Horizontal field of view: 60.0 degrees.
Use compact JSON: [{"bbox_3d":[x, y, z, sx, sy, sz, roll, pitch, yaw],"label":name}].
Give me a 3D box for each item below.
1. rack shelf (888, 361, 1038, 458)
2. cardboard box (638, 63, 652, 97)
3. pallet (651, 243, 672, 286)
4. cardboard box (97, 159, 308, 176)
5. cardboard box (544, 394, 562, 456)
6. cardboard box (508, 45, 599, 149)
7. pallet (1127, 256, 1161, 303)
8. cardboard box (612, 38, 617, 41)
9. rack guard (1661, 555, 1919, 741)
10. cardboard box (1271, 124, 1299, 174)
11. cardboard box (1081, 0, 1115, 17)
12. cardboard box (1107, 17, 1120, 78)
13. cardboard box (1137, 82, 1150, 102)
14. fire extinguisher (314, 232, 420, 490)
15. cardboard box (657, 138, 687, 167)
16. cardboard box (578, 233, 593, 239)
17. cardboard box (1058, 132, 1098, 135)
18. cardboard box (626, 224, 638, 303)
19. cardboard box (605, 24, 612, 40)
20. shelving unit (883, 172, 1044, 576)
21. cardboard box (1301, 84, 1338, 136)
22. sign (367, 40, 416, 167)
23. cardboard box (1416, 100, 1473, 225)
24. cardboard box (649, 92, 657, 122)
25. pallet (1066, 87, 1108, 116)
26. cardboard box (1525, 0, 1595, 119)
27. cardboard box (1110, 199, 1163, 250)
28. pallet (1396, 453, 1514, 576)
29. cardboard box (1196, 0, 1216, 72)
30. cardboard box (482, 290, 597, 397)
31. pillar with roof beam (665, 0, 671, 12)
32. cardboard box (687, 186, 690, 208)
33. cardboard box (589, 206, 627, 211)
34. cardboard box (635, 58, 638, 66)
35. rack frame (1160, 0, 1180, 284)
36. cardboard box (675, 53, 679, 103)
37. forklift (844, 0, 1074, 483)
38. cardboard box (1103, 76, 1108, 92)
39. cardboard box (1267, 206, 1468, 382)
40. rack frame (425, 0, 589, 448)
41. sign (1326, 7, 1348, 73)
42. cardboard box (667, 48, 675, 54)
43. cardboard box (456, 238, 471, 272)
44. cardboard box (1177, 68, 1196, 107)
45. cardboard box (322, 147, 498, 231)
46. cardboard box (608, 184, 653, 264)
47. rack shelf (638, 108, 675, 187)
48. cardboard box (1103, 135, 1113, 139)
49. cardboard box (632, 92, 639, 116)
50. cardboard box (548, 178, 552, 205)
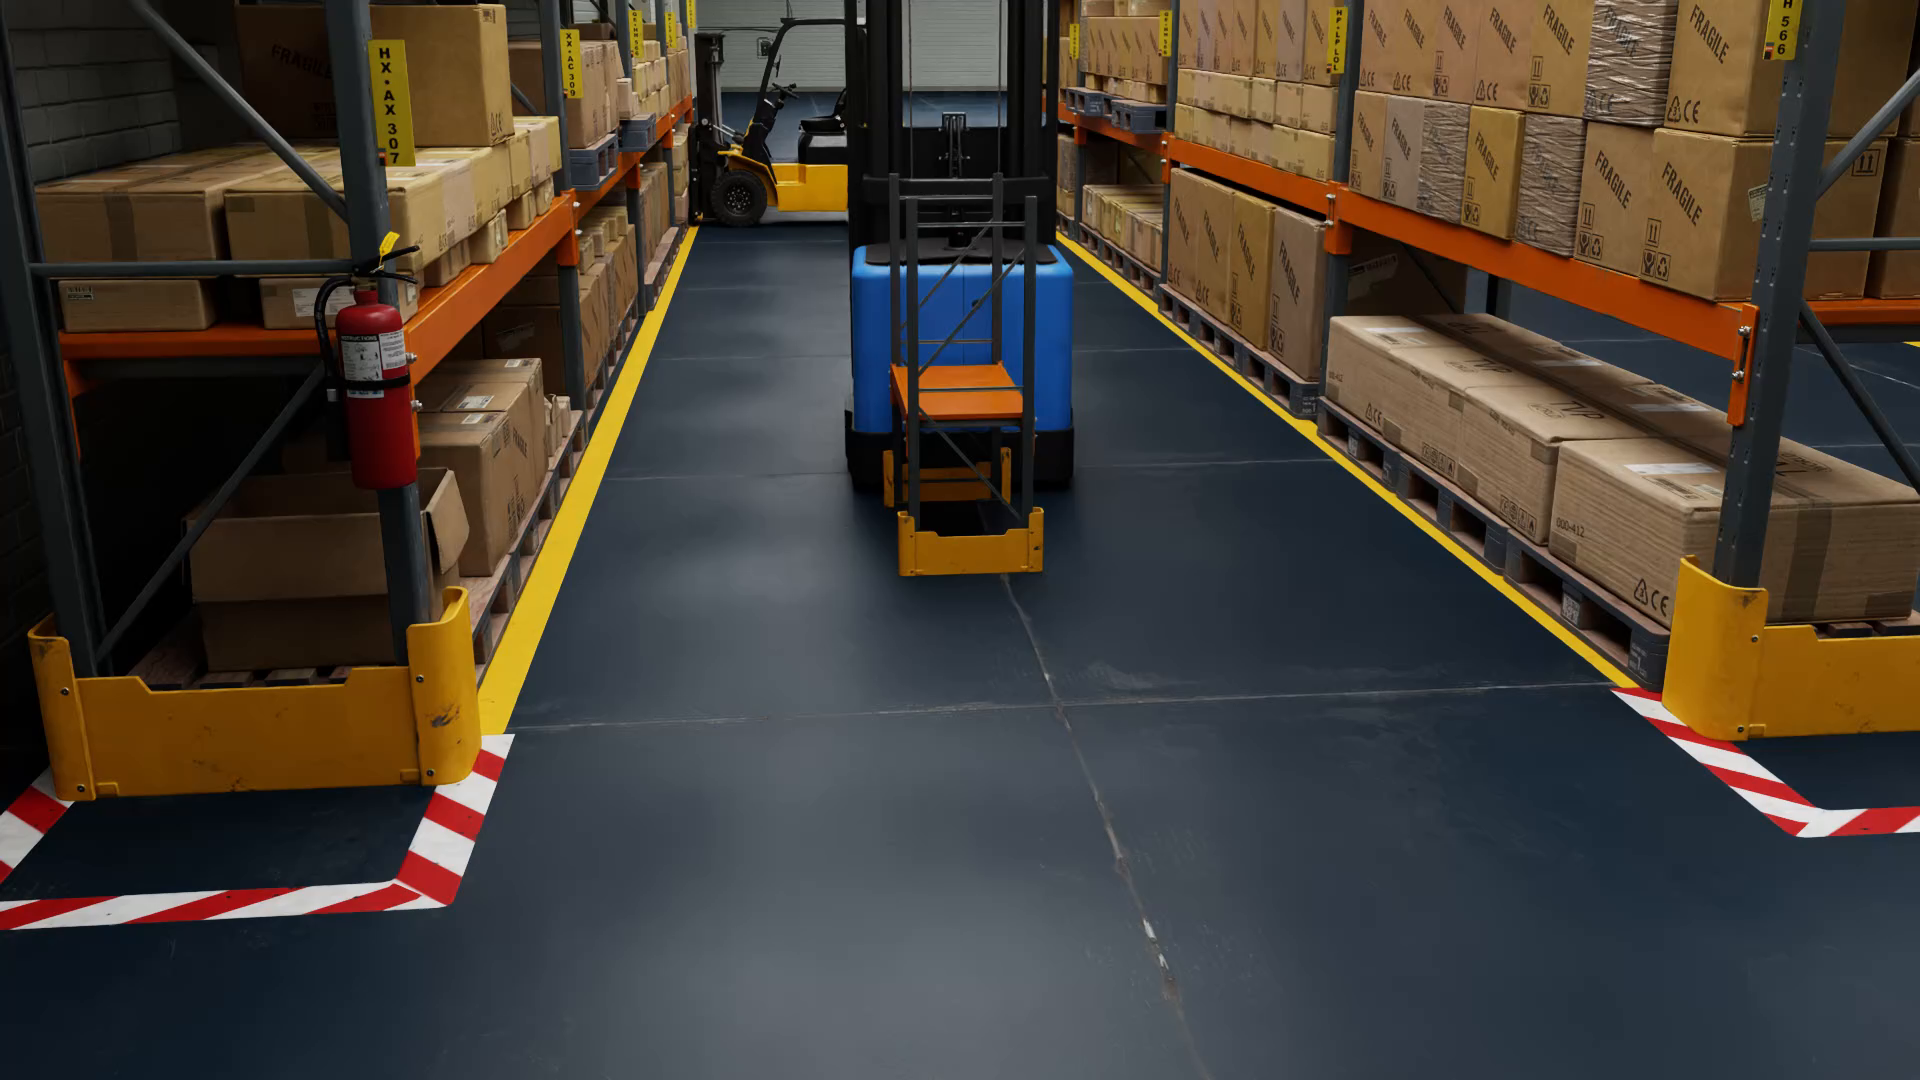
[{"bbox_3d":[-0.009,-0.569,7.087,0.538,0.185,1.000,-2,18,-6],"label":"rack shelf"},{"bbox_3d":[-2.760,-3.720,13.434,0.500,0.250,0.500,-2,18,-7],"label":"cardboard box"},{"bbox_3d":[-3.040,-2.386,14.425,1.003,0.211,1.213,-2,18,-6],"label":"pallet"},{"bbox_3d":[-2.409,-1.077,5.353,0.500,0.250,0.500,-2,18,-5],"label":"cardboard box"},{"bbox_3d":[-2.072,-0.548,7.779,0.396,0.266,0.258,-1,17,-4],"label":"cardboard box"},{"bbox_3d":[-2.286,-2.315,8.674,0.700,0.500,0.500,-1,17,-4],"label":"cardboard box"},{"bbox_3d":[1.987,-2.164,13.718,1.003,0.211,1.213,-2,18,-6],"label":"pallet"},{"bbox_3d":[-3.650,-5.050,17.004,0.380,0.149,0.250,-1,17,-4],"label":"cardboard box"},{"bbox_3d":[2.893,0.321,5.319,1.175,0.500,0.348,-2,18,-6],"label":"rack guard"},{"bbox_3d":[2.130,-2.276,9.670,0.500,0.250,0.500,-2,18,-6],"label":"cardboard box"},{"bbox_3d":[1.350,-5.002,15.654,0.380,0.149,0.250,-2,18,-6],"label":"cardboard box"},{"bbox_3d":[1.570,-4.245,14.327,0.500,0.500,0.500,-2,18,-8],"label":"cardboard box"},{"bbox_3d":[1.628,-3.584,13.304,0.380,0.149,0.250,-2,18,-6],"label":"cardboard box"},{"bbox_3d":[-1.571,-0.480,4.448,0.296,0.674,0.183,-2,18,-6],"label":"fire extinguisher"},{"bbox_3d":[-3.064,-3.971,17.038,0.500,0.250,0.500,-2,18,-6],"label":"cardboard box"},{"bbox_3d":[-2.485,-1.815,10.338,0.380,0.149,0.250,-2,18,-5],"label":"cardboard box"},{"bbox_3d":[1.217,-4.171,18.093,0.500,0.500,0.500,-1,17,-3],"label":"cardboard box"},{"bbox_3d":[-2.614,-1.996,11.998,0.500,0.500,0.500,-1,17,-4],"label":"cardboard box"},{"bbox_3d":[-3.602,-4.960,16.222,0.380,0.149,0.250,-2,18,-7],"label":"cardboard box"},{"bbox_3d":[-0.008,-0.738,7.025,0.587,1.500,1.083,-2,18,-6],"label":"shelving unit"},{"bbox_3d":[2.191,-2.361,9.105,0.500,0.250,0.500,-2,18,-6],"label":"cardboard box"},{"bbox_3d":[-1.506,-1.154,4.399,0.100,0.325,0.005,-2,18,-6],"label":"sign"},{"bbox_3d":[2.359,-1.671,7.326,0.500,0.500,0.500,-2,18,-5],"label":"cardboard box"},{"bbox_3d":[-2.833,-3.633,13.993,0.500,0.250,0.500,-1,17,-4],"label":"cardboard box"},{"bbox_3d":[1.587,-4.130,15.644,1.003,0.211,1.213,-2,18,-6],"label":"pallet"},{"bbox_3d":[2.473,-1.842,6.199,0.500,0.500,0.500,-2,18,-6],"label":"cardboard box"},{"bbox_3d":[1.861,-2.823,14.847,0.950,0.372,0.625,-1,17,-4],"label":"cardboard box"},{"bbox_3d":[2.608,-0.146,7.291,1.003,0.211,1.213,-2,18,-6],"label":"pallet"},{"bbox_3d":[1.934,-3.485,11.432,0.500,0.500,0.500,-2,18,-5],"label":"cardboard box"},{"bbox_3d":[-2.285,-1.074,9.064,0.500,0.500,0.500,-1,17,-3],"label":"cardboard box"},{"bbox_3d":[-2.095,-13.614,35.517,9.100,9.000,0.400,-2,18,-6],"label":"pillar with roof beam"},{"bbox_3d":[-3.141,-3.645,17.670,0.500,0.250,0.500,-1,17,-5],"label":"cardboard box"},{"bbox_3d":[-2.568,-2.285,11.838,0.380,0.149,0.250,-3,18,-8],"label":"cardboard box"},{"bbox_3d":[-2.640,-3.648,12.540,0.380,0.149,0.250,-1,17,-4],"label":"cardboard box"},{"bbox_3d":[2.066,-3.262,12.559,1.000,3.000,0.127,-2,18,-6],"label":"rack frame"},{"bbox_3d":[-3.193,-4.793,17.268,0.500,0.500,0.500,-2,18,-6],"label":"cardboard box"},{"bbox_3d":[-0.052,-2.055,8.830,1.130,2.935,3.031,-1,17,-3],"label":"forklift"},{"bbox_3d":[1.503,-4.125,15.027,0.380,0.149,0.250,-2,17,-5],"label":"cardboard box"},{"bbox_3d":[2.335,-1.439,9.599,0.875,0.875,0.875,-1,17,-4],"label":"cardboard box"},{"bbox_3d":[-2.459,-1.916,8.271,1.000,3.000,0.127,-2,18,-6],"label":"rack frame"},{"bbox_3d":[1.940,-2.565,8.539,0.100,0.325,0.005,-2,18,-6],"label":"sign"},{"bbox_3d":[-3.089,-4.989,16.811,0.380,0.149,0.250,-1,17,-4],"label":"cardboard box"},{"bbox_3d":[-1.939,-1.018,5.832,0.380,0.149,0.250,-2,17,-5],"label":"cardboard box"},{"bbox_3d":[1.872,-3.270,12.001,0.500,0.250,0.500,-2,18,-6],"label":"cardboard box"},{"bbox_3d":[-1.933,-1.239,5.869,0.500,0.250,0.500,-2,18,-7],"label":"cardboard box"},{"bbox_3d":[-2.997,-2.555,13.572,0.875,0.625,0.625,-1,17,-4],"label":"cardboard box"},{"bbox_3d":[-3.077,-3.360,14.073,1.077,0.370,4.000,-2,18,-6],"label":"rack shelf"},{"bbox_3d":[1.794,-4.043,17.685,0.500,0.500,0.500,-1,17,-3],"label":"cardboard box"},{"bbox_3d":[-2.422,-3.004,11.456,0.380,0.149,0.250,-1,17,-5],"label":"cardboard box"},{"bbox_3d":[-2.126,-1.632,7.786,0.380,0.149,0.250,-1,17,-4],"label":"cardboard box"}]
